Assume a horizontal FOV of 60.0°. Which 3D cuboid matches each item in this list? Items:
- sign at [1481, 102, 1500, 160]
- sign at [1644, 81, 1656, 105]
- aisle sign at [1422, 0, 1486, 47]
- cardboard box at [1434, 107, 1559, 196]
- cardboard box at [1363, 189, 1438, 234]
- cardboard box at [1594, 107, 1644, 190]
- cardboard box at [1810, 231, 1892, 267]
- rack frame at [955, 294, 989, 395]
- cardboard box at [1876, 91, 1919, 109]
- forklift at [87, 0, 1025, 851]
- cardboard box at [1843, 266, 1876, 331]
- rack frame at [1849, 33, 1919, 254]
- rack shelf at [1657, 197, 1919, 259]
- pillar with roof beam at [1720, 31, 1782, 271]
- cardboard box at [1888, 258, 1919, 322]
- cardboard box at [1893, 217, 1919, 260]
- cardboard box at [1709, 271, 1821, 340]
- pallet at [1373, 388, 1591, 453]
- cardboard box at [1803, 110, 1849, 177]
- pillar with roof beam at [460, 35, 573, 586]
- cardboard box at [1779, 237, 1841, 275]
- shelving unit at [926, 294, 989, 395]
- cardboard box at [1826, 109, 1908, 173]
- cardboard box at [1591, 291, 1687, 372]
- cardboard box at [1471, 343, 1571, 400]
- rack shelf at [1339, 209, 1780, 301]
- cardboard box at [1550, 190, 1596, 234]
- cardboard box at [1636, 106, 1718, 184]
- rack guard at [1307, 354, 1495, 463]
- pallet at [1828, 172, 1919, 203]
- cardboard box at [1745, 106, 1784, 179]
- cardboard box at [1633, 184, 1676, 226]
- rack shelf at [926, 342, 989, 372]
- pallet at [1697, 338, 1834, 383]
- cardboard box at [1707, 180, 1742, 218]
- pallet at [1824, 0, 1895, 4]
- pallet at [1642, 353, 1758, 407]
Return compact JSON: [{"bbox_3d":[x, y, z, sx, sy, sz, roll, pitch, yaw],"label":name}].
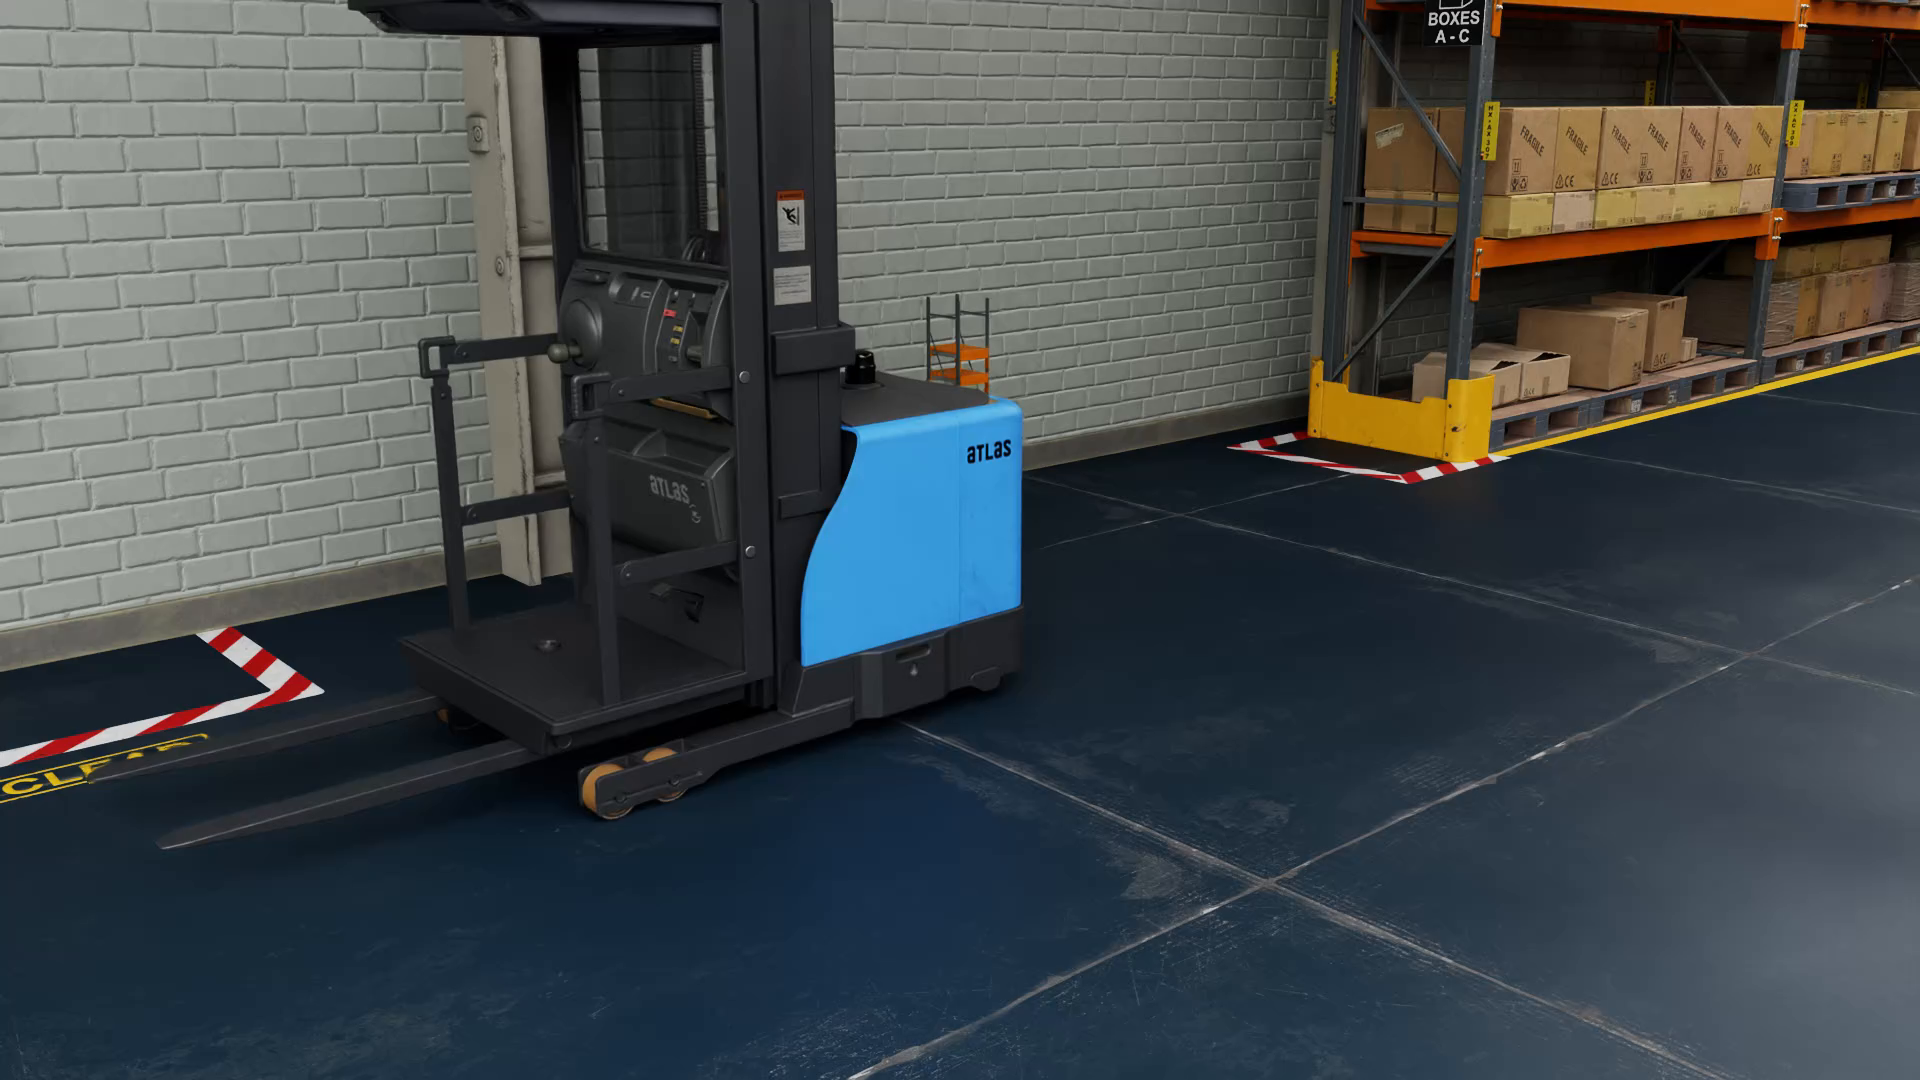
[{"bbox_3d":[3.040,-2.347,9.547,0.005,0.325,0.100,-13,19,-39],"label":"sign"},{"bbox_3d":[5.335,-3.379,12.843,0.005,0.325,0.100,-13,19,-39],"label":"sign"},{"bbox_3d":[2.827,-3.220,9.454,0.004,0.787,0.394,-13,19,-39],"label":"aisle sign"},{"bbox_3d":[3.242,-2.356,10.057,0.500,0.500,0.500,-13,19,-39],"label":"cardboard box"},{"bbox_3d":[2.910,-2.089,10.508,0.500,0.250,0.500,-12,19,-39],"label":"cardboard box"},{"bbox_3d":[4.015,-2.524,10.687,0.500,0.500,0.500,-13,20,-41],"label":"cardboard box"},{"bbox_3d":[7.739,-2.540,14.486,0.500,0.250,0.500,-12,19,-38],"label":"cardboard box"},{"bbox_3d":[0.058,-0.593,8.144,0.006,1.200,0.240,-13,19,-39],"label":"rack frame"},{"bbox_3d":[8.246,-3.842,14.518,0.380,0.149,0.250,12,19,38],"label":"cardboard box"},{"bbox_3d":[-1.191,-0.716,5.252,3.031,2.935,1.130,-13,20,-40],"label":"forklift"},{"bbox_3d":[7.389,-2.108,14.321,0.500,0.500,0.700,-13,20,-40],"label":"cardboard box"},{"bbox_3d":[8.719,-3.390,15.127,0.127,3.000,1.000,-13,19,-39],"label":"rack frame"},{"bbox_3d":[7.210,-2.703,13.952,4.000,0.370,1.077,-13,19,-39],"label":"rack shelf"},{"bbox_3d":[9.997,-5.398,11.021,0.400,9.000,9.100,-13,19,-39],"label":"pillar with roof beam"},{"bbox_3d":[8.210,-2.262,14.898,0.500,0.500,0.700,-12,19,-39],"label":"cardboard box"},{"bbox_3d":[9.360,-2.653,15.721,0.750,0.750,0.750,-13,20,-40],"label":"cardboard box"},{"bbox_3d":[6.603,-1.942,13.700,0.500,0.500,0.700,-13,20,-40],"label":"cardboard box"},{"bbox_3d":[3.378,-0.831,10.951,1.213,0.211,1.003,-13,19,-39],"label":"pallet"},{"bbox_3d":[6.534,-3.146,13.168,0.500,0.500,0.700,-10,18,-34],"label":"cardboard box"},{"bbox_3d":[0.944,-3.365,3.411,0.400,9.000,9.100,-13,19,-39],"label":"pillar with roof beam"},{"bbox_3d":[6.966,-2.371,13.853,0.500,0.250,0.500,-13,20,-41],"label":"cardboard box"},{"bbox_3d":[-0.011,-0.577,8.086,0.189,1.200,0.258,-13,19,-39],"label":"shelving unit"},{"bbox_3d":[7.446,-3.354,13.946,0.500,0.500,0.700,-13,19,-39],"label":"cardboard box"},{"bbox_3d":[4.945,-1.533,12.169,0.500,0.500,0.500,14,21,43],"label":"cardboard box"},{"bbox_3d":[3.695,-1.144,11.079,0.500,0.311,0.500,-11,18,-35],"label":"cardboard box"},{"bbox_3d":[4.193,-2.026,11.415,4.000,0.370,1.077,-13,19,-39],"label":"rack shelf"},{"bbox_3d":[3.643,-2.083,10.488,0.500,0.250,0.500,-13,20,-41],"label":"cardboard box"},{"bbox_3d":[4.788,-2.702,11.353,0.500,0.500,0.500,-13,20,-41],"label":"cardboard box"},{"bbox_3d":[2.742,-0.840,10.424,0.348,0.500,1.175,-13,19,-39],"label":"rack guard"},{"bbox_3d":[7.253,-2.954,13.867,1.213,0.211,1.003,-13,19,-39],"label":"pallet"},{"bbox_3d":[5.548,-2.871,11.985,0.500,0.500,0.500,-13,20,-39],"label":"cardboard box"},{"bbox_3d":[4.414,-2.254,11.126,0.500,0.250,0.500,-12,19,-39],"label":"cardboard box"},{"bbox_3d":[-0.011,-0.882,8.005,0.180,0.103,0.258,-13,19,-39],"label":"rack shelf"},{"bbox_3d":[6.288,-1.497,13.445,1.213,0.211,1.003,-13,19,-39],"label":"pallet"},{"bbox_3d":[5.162,-2.427,11.776,0.500,0.250,0.500,-13,19,-39],"label":"cardboard box"},{"bbox_3d":[6.237,-4.154,12.542,1.003,0.211,1.213,-13,19,-39],"label":"pallet"},{"bbox_3d":[5.218,-1.244,12.499,1.213,0.211,1.003,-13,19,-39],"label":"pallet"}]
